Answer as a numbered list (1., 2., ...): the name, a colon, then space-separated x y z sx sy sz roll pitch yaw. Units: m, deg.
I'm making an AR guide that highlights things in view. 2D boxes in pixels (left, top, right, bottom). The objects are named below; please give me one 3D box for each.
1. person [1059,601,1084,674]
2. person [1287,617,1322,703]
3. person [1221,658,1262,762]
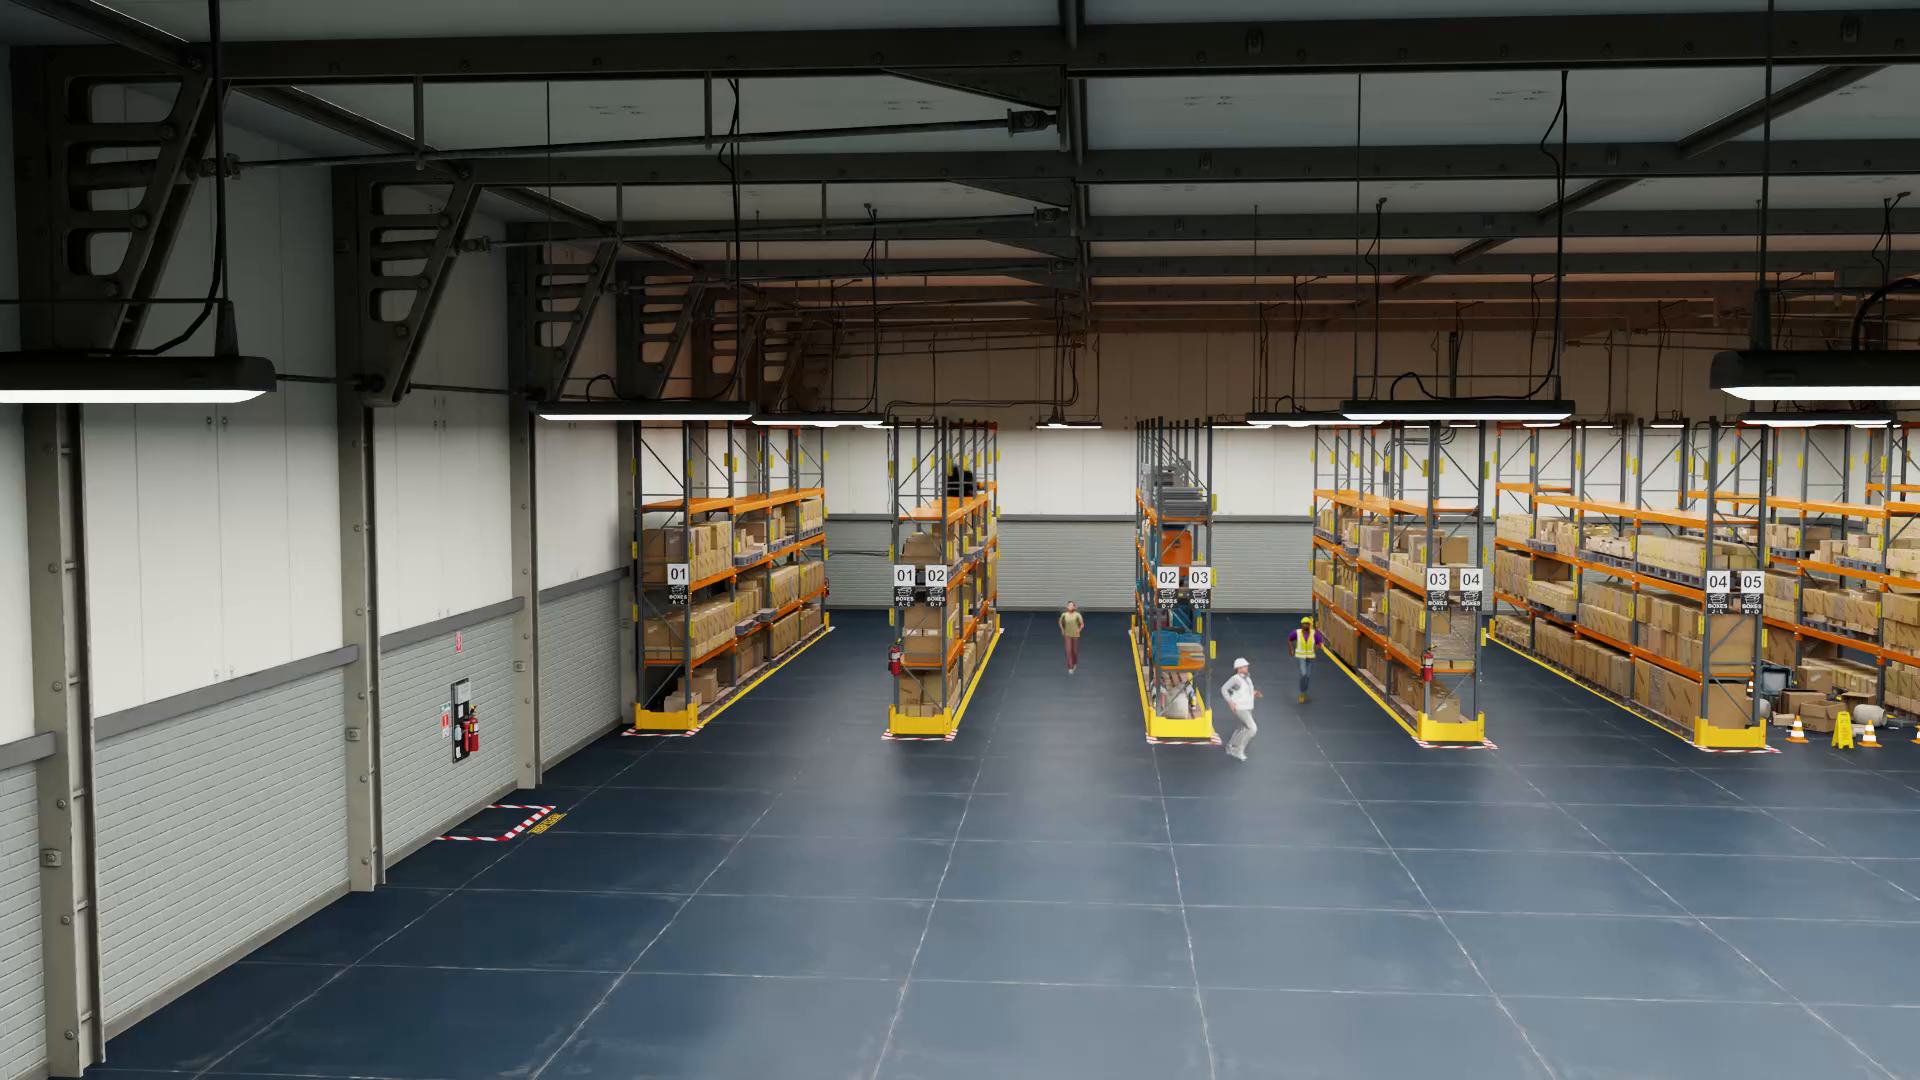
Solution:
1. person: 2.574 2.229 38.459 0.593 1.649 0.770 0 4 5
2. person: 7.356 2.544 35.360 0.678 1.827 0.775 0 4 -3
3. person: 4.929 2.951 28.951 0.700 1.783 0.629 3 4 34
